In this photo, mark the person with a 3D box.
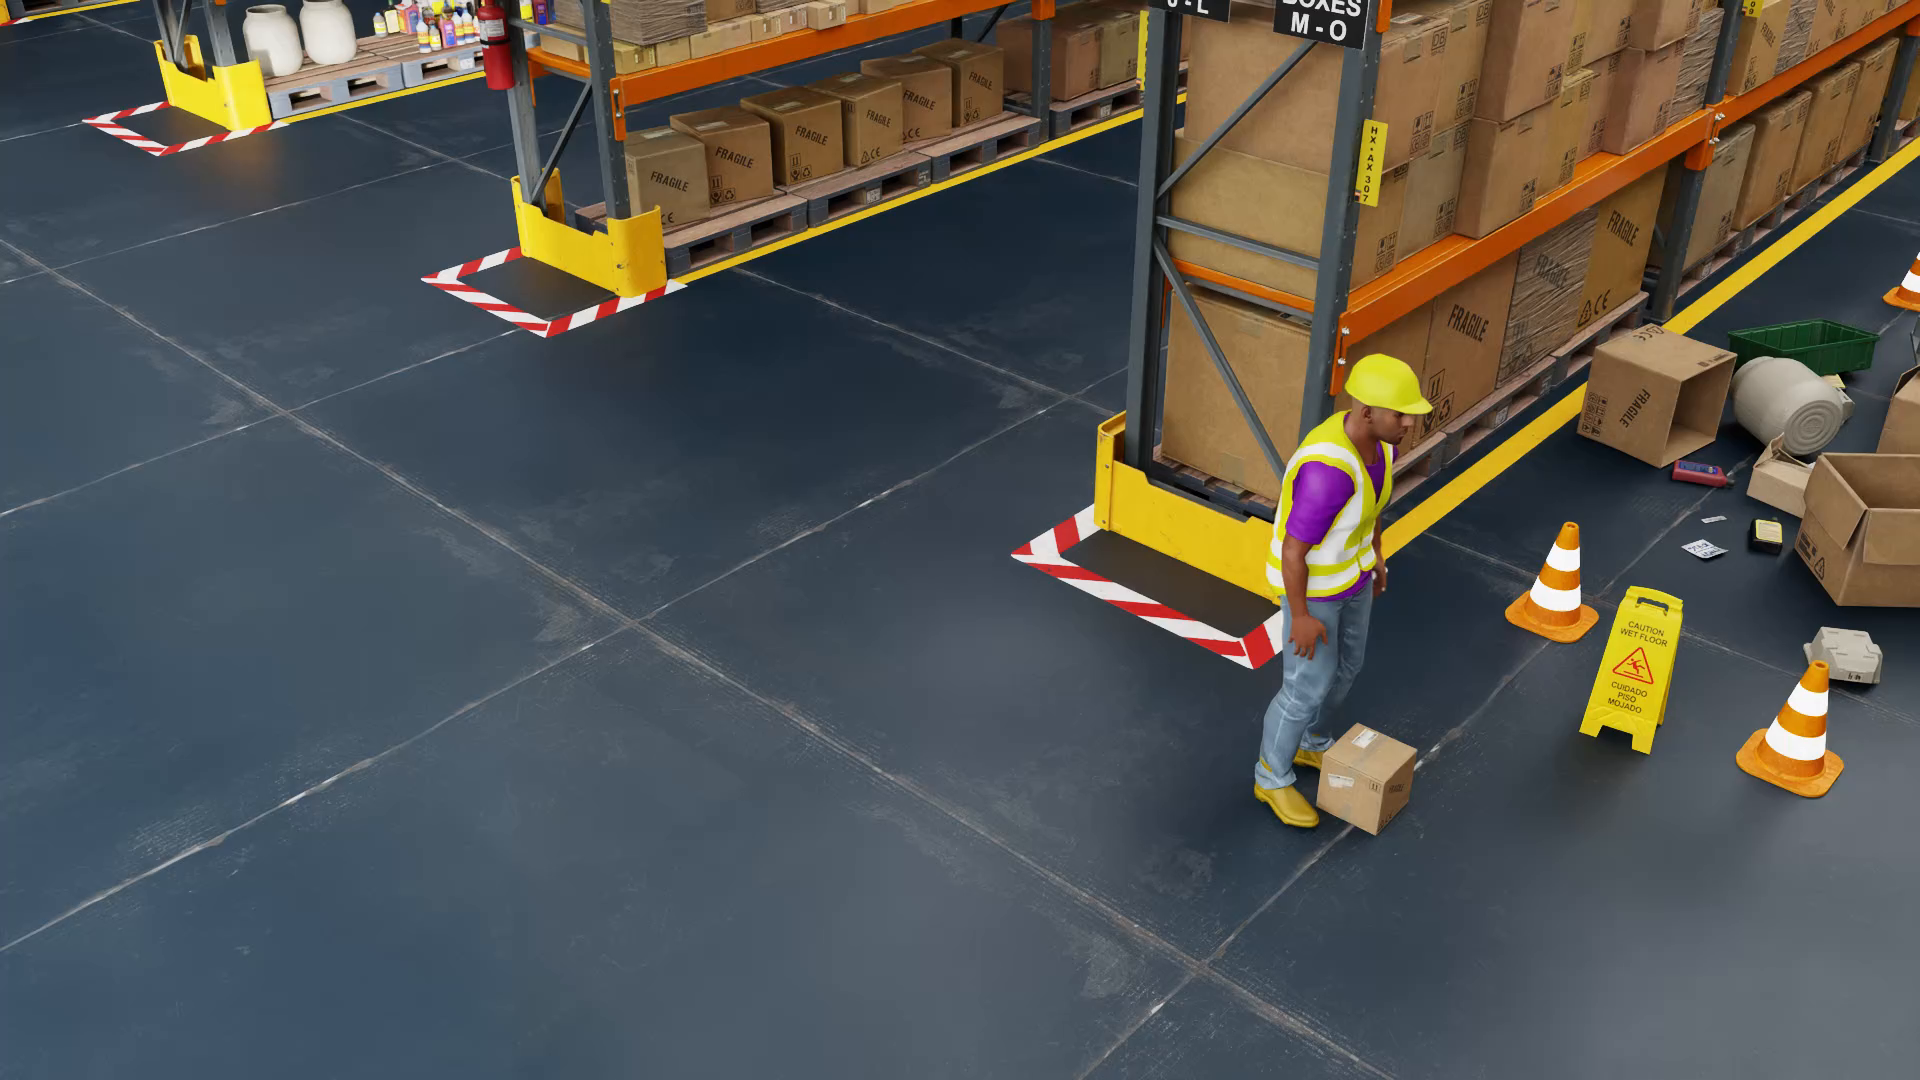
[{"bbox_3d":[1.326,0.152,5.864,0.455,1.760,0.635,23,38,33],"label":"person"}]
